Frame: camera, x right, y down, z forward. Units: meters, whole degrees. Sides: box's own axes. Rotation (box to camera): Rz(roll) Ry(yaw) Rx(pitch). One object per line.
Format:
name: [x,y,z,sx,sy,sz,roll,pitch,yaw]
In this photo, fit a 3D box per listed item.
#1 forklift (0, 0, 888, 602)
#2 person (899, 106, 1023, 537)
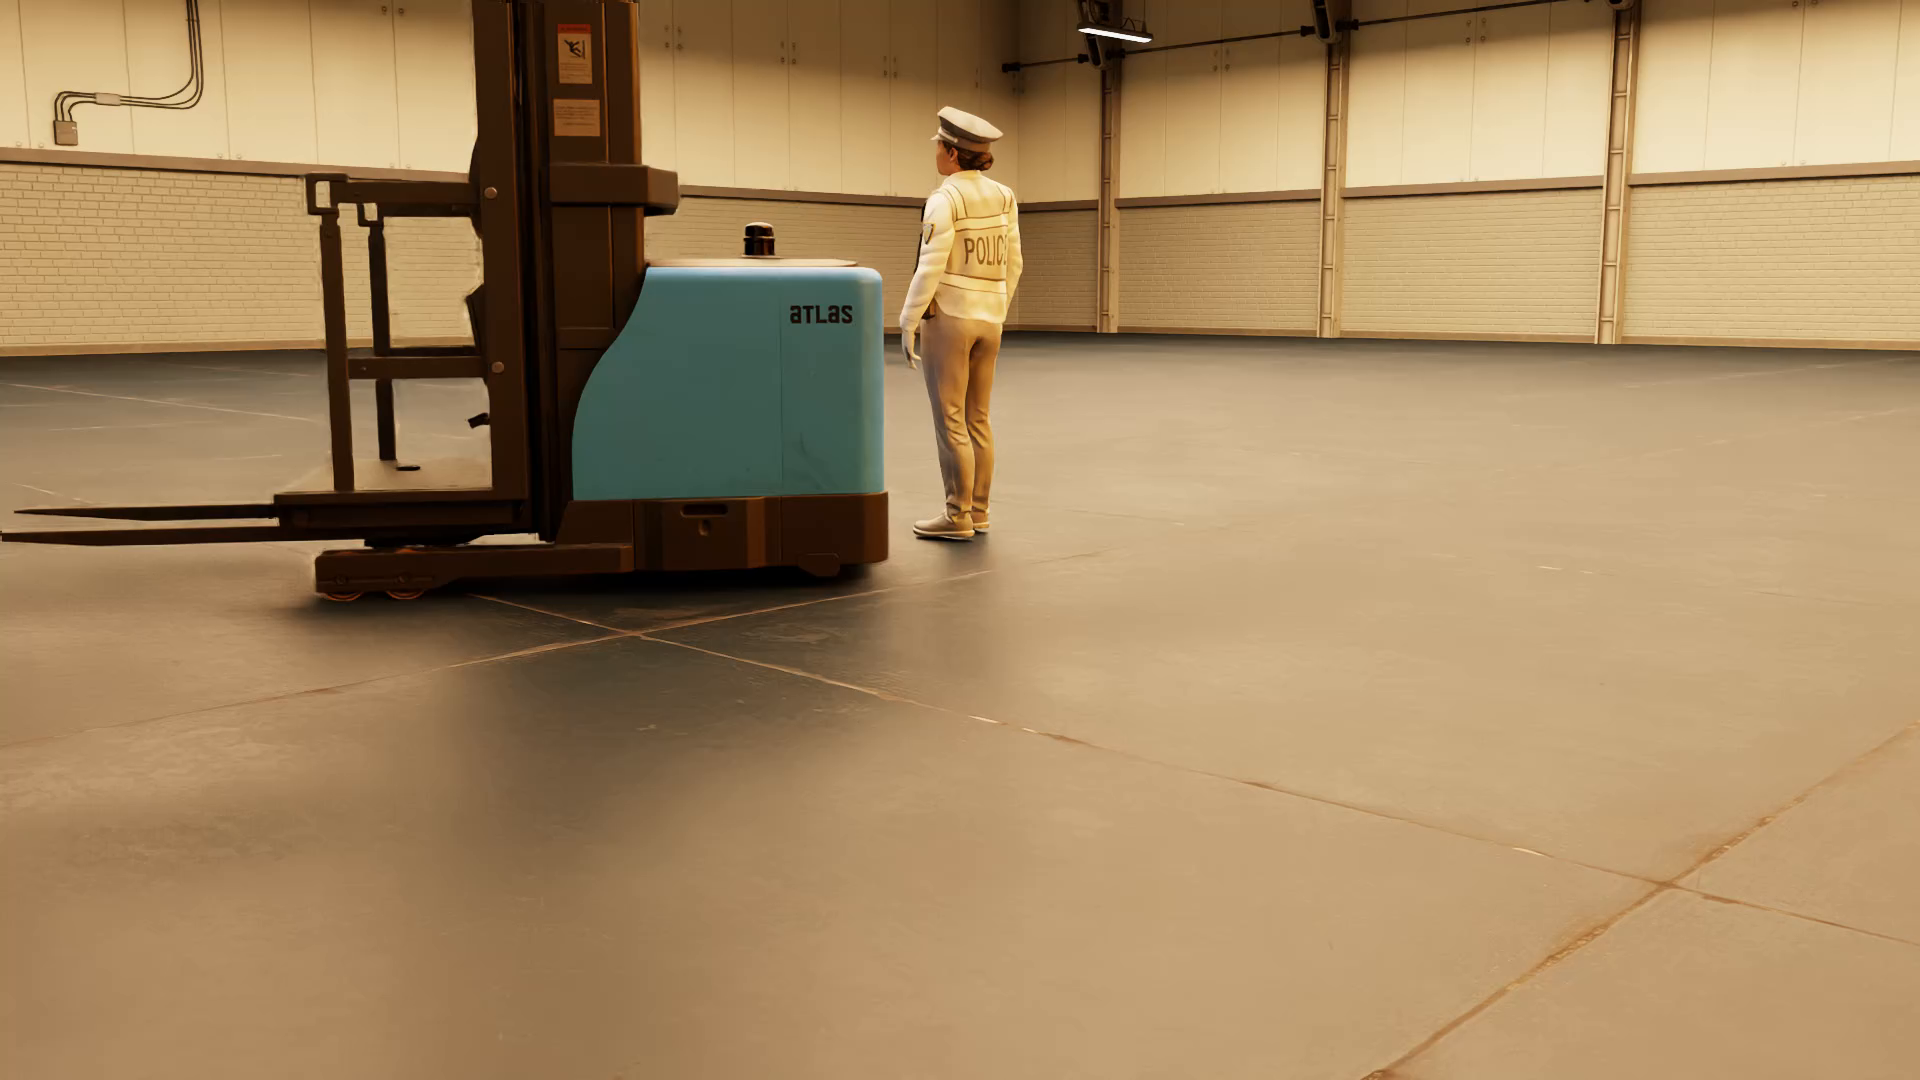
forklift: [-1.820,-1.333,5.726,3.031,2.935,1.130,-2,9,-11]
person: [-0.044,-0.853,6.643,0.530,1.694,0.586,8,12,43]
